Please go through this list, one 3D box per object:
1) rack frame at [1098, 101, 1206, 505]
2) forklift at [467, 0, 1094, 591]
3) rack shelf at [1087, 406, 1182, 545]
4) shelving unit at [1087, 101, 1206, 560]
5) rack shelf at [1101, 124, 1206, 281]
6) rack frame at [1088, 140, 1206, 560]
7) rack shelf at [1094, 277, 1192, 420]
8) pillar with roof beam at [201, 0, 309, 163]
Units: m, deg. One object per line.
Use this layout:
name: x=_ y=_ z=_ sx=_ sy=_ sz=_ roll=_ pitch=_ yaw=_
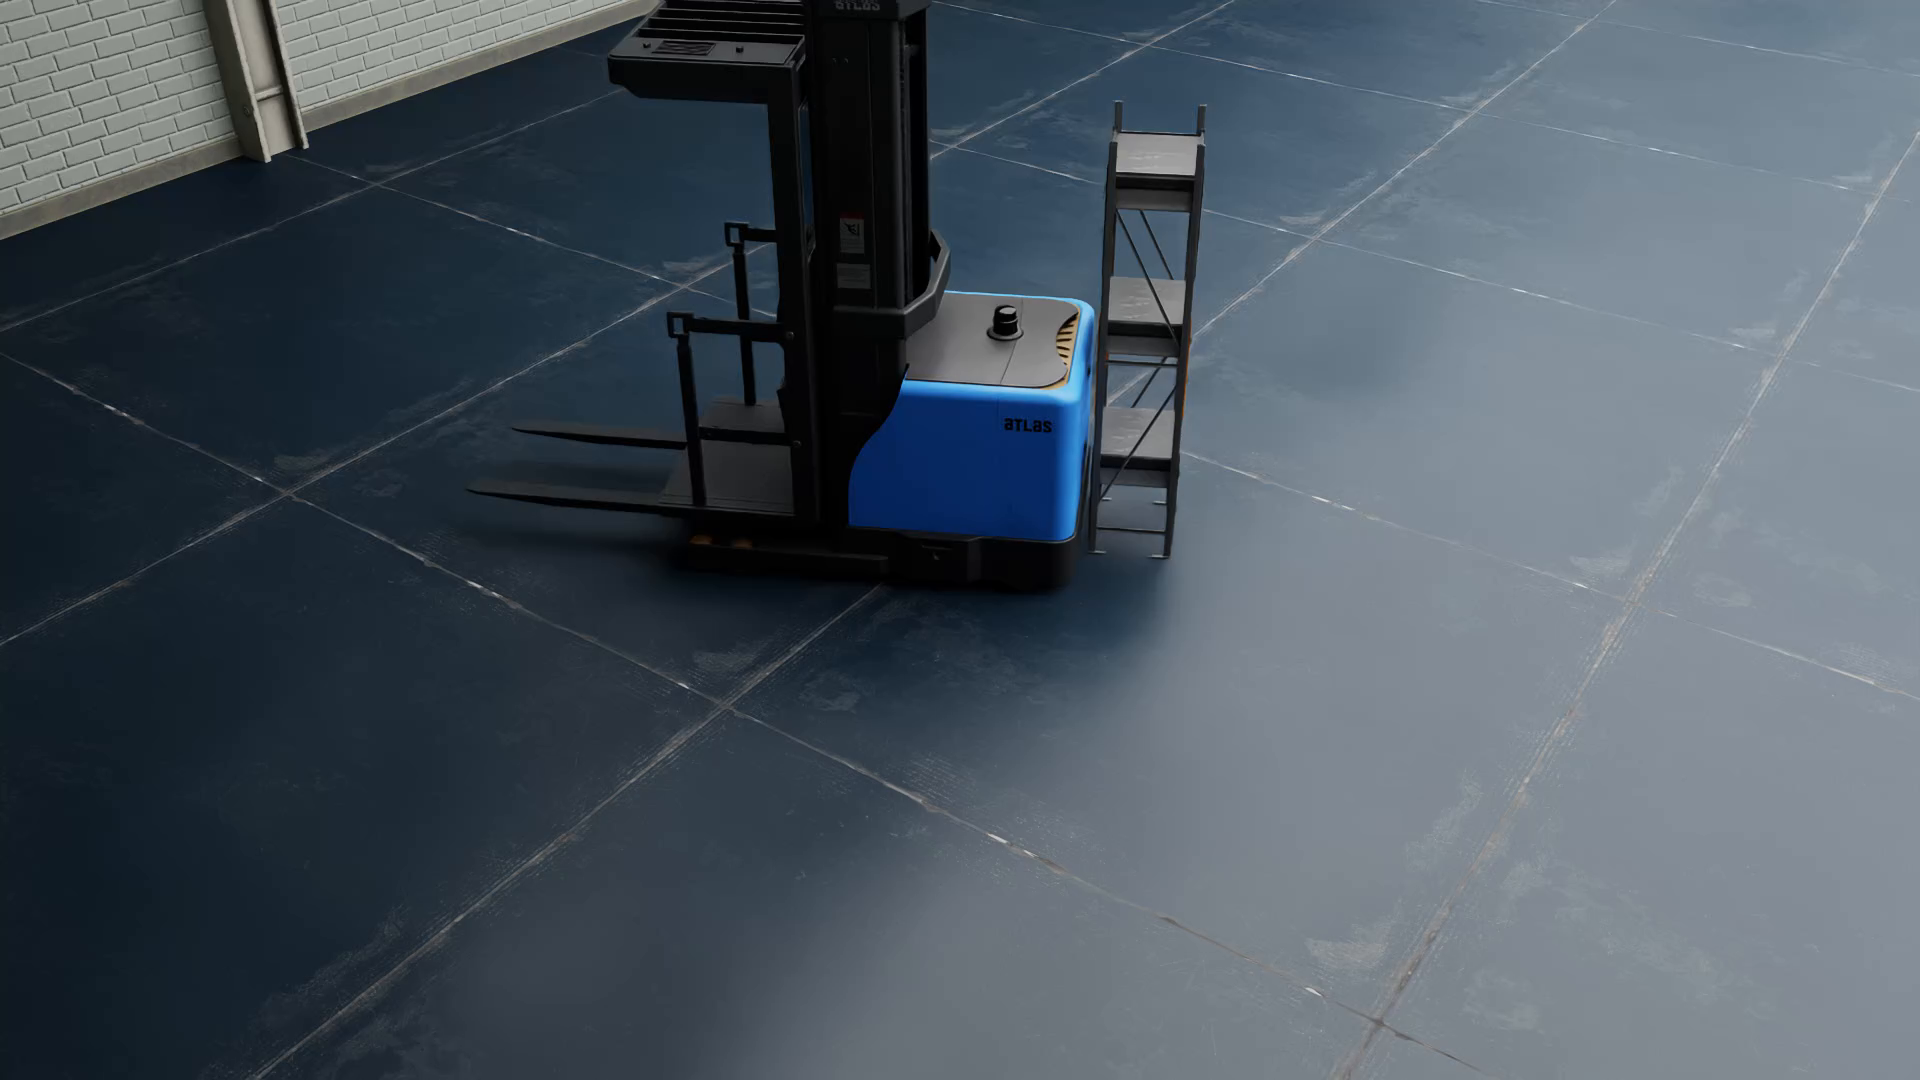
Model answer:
rack frame: x=0.888 y=-1.064 z=7.948 sx=0.400 sy=2.100 sz=0.015 roll=4 pitch=34 yaw=6
forklift: x=-0.897 y=-1.344 z=7.621 sx=3.031 sy=2.935 sz=1.130 roll=5 pitch=34 yaw=7
rack shelf: x=0.857 y=-0.337 z=8.148 sx=0.431 sy=0.518 sz=0.480 roll=4 pitch=34 yaw=6
shelving unit: x=0.857 y=-0.928 z=7.748 sx=0.431 sy=2.100 sz=0.503 roll=4 pitch=34 yaw=6
rack shelf: x=0.857 y=-1.496 z=7.363 sx=0.431 sy=0.518 sz=0.480 roll=4 pitch=34 yaw=6
rack frame: x=0.826 y=-0.792 z=7.547 sx=0.400 sy=2.100 sz=0.015 roll=4 pitch=34 yaw=6
rack shelf: x=0.857 y=-0.917 z=7.755 sx=0.431 sy=0.518 sz=0.480 roll=4 pitch=34 yaw=6
pillar with roof beam: x=-1.664 y=-5.309 z=8.068 sx=9.100 sy=9.000 sz=0.400 roll=21 pitch=39 yaw=28
